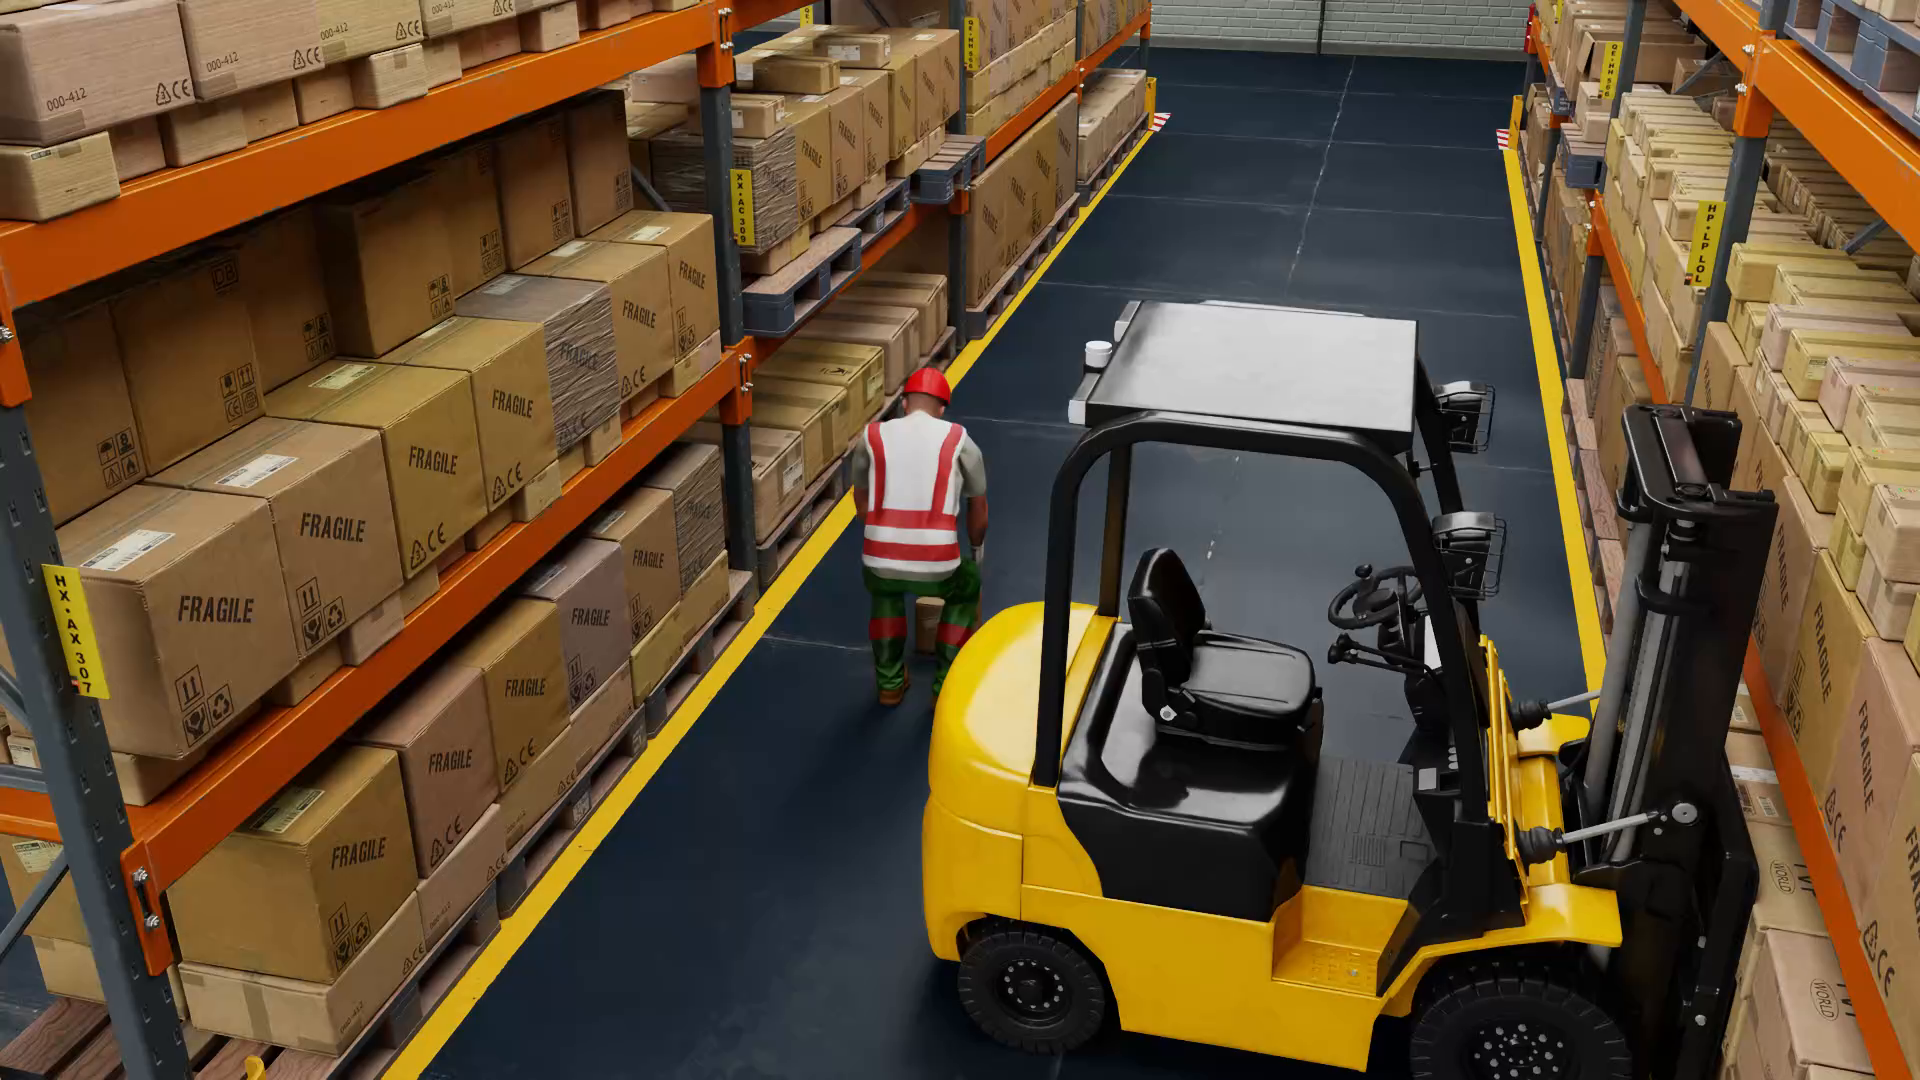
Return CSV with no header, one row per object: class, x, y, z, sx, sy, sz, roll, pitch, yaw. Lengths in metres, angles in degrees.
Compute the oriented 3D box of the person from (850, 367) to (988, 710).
person,-0.192,0.013,7.034,0.584,1.381,0.782,5,26,12
